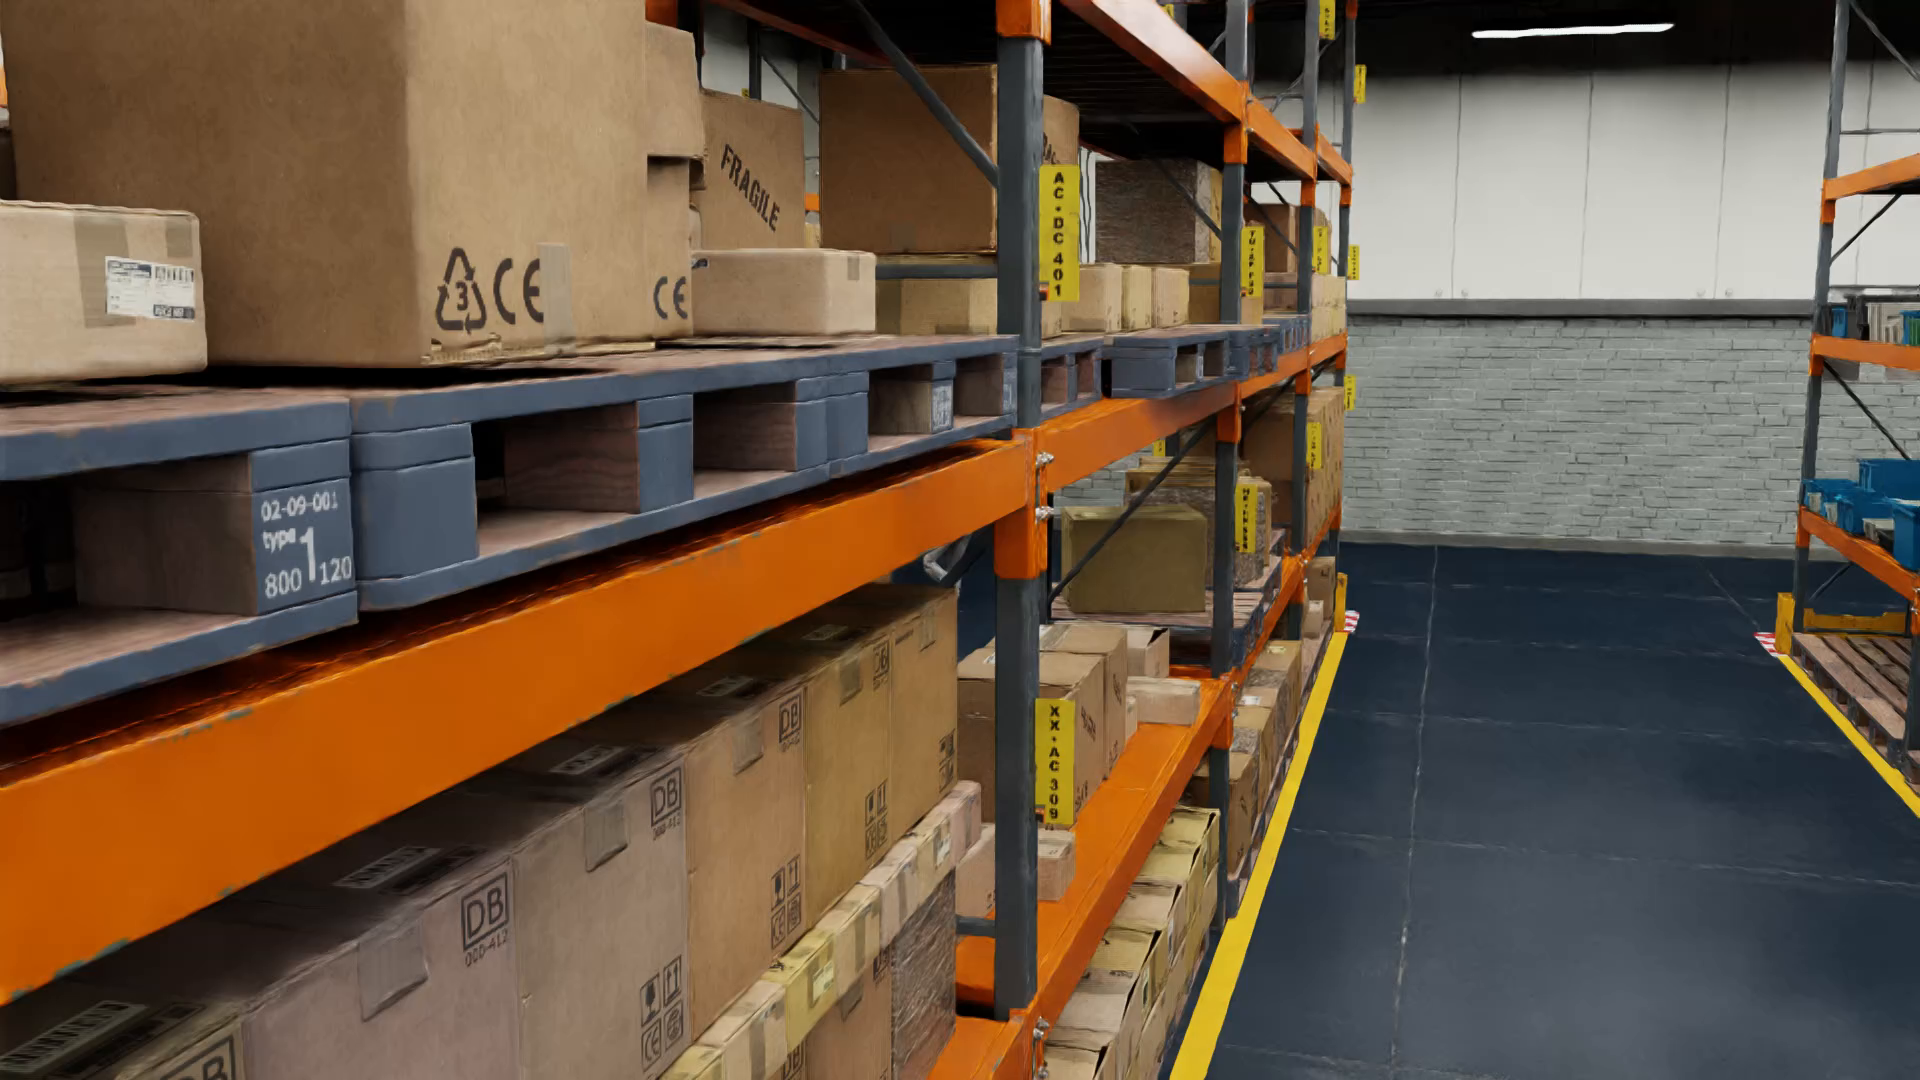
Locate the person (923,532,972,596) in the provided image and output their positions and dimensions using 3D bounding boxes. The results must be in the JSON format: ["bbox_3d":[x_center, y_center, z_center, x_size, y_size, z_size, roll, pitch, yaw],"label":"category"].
[{"bbox_3d":[-0.092,-0.069,16.278,0.455,1.631,0.665,6,11,37],"label":"person"}]
